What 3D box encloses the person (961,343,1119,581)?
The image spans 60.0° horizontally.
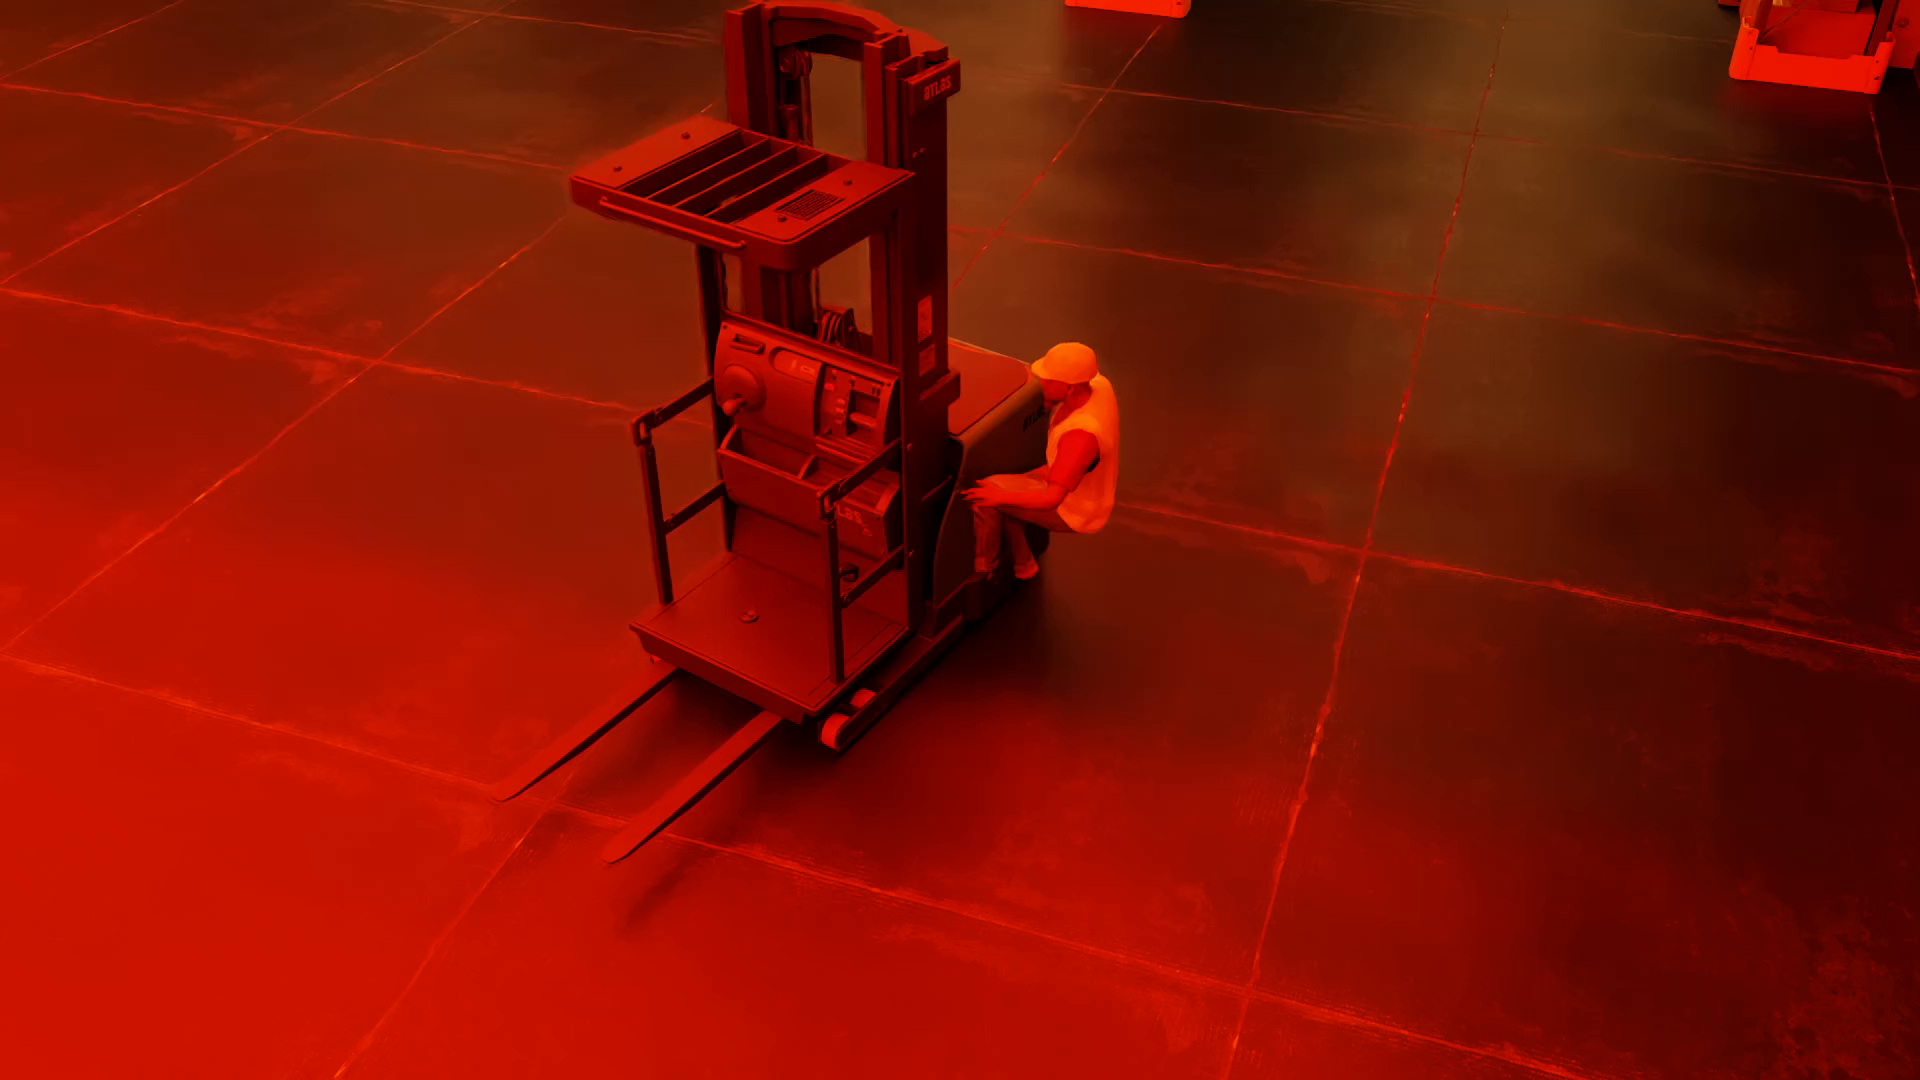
[{"bbox_3d":[0.292,-0.260,7.702,0.863,1.521,0.939,-1,35,-1],"label":"person"}]

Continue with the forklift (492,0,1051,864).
[{"bbox_3d":[-0.788,-0.584,6.935,1.130,2.935,3.031,21,41,27],"label":"forklift"}]
